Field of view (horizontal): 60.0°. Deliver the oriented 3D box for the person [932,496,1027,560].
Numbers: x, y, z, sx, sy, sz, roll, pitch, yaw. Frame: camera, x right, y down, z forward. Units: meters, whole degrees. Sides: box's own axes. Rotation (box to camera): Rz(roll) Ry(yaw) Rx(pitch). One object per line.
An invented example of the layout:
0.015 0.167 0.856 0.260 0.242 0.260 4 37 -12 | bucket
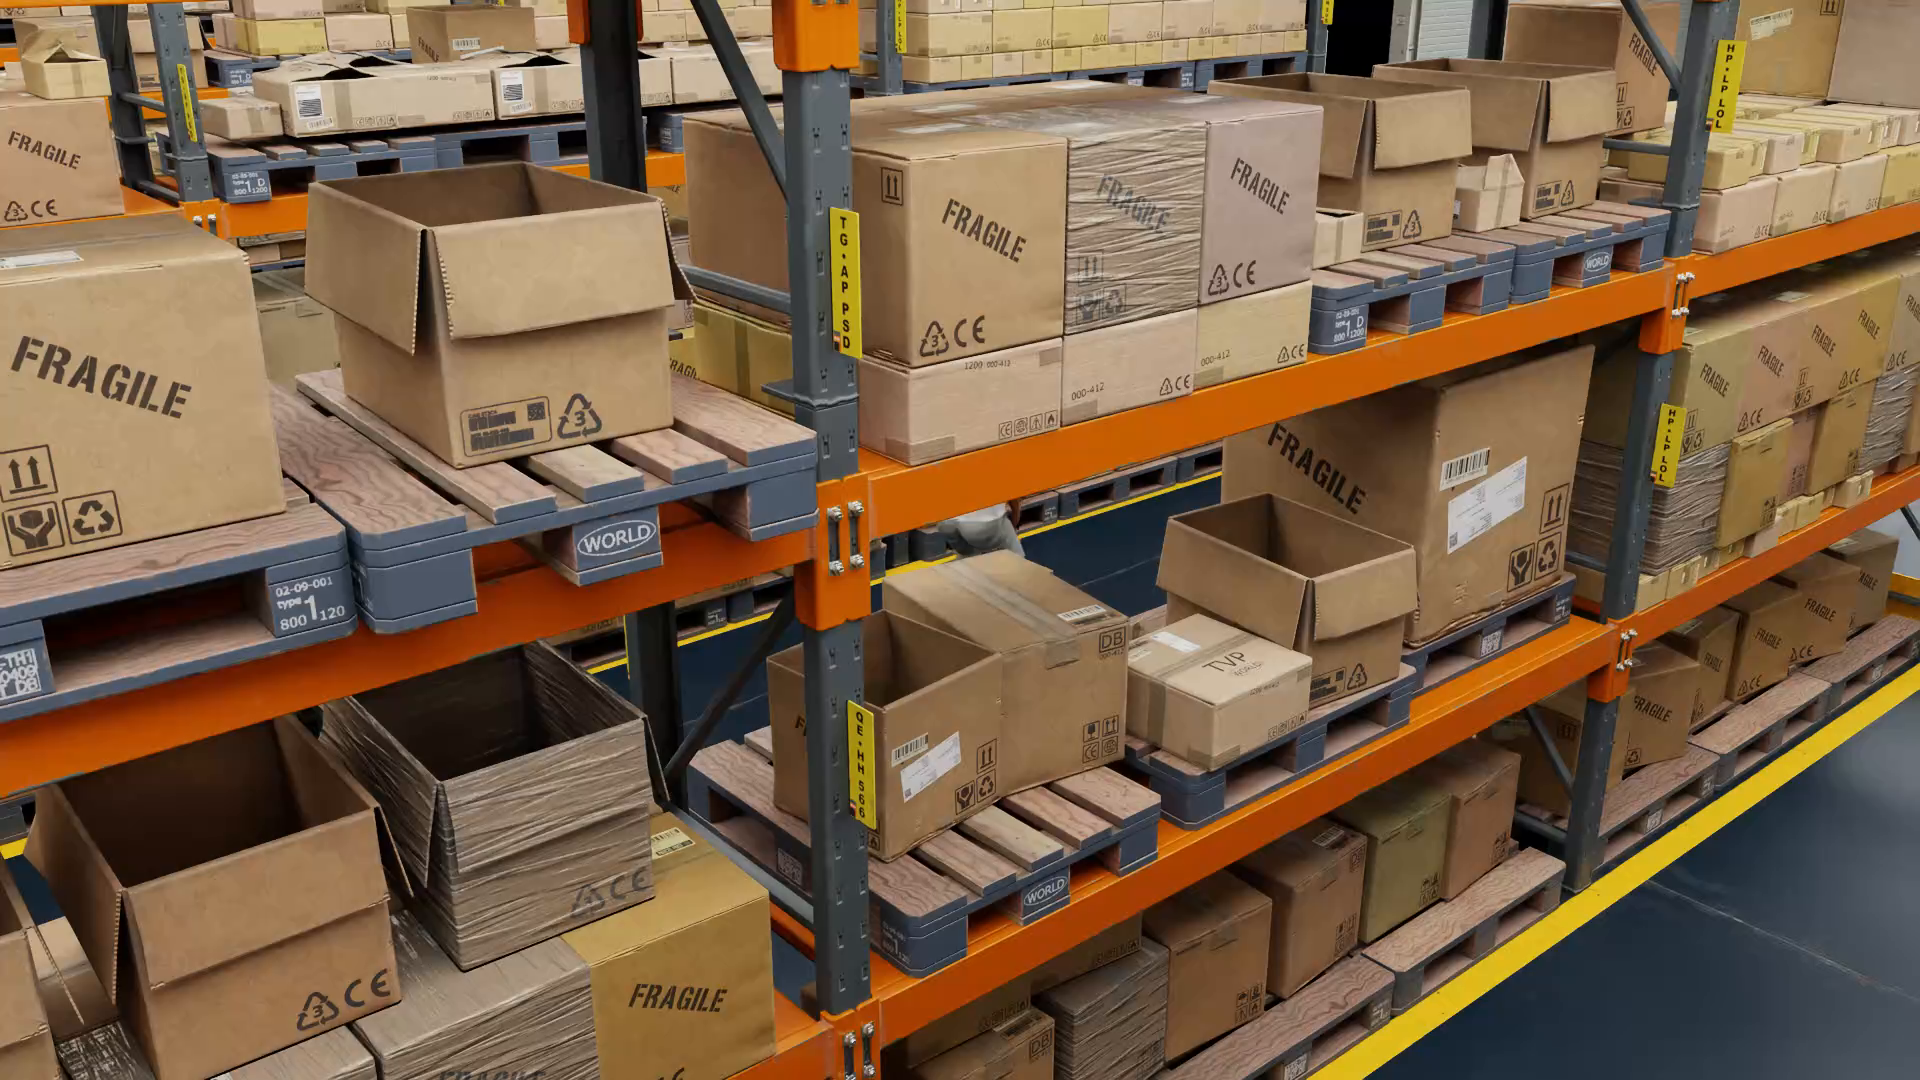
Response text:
0.114 -0.135 9.770 0.532 1.432 0.691 16 27 36 | person
